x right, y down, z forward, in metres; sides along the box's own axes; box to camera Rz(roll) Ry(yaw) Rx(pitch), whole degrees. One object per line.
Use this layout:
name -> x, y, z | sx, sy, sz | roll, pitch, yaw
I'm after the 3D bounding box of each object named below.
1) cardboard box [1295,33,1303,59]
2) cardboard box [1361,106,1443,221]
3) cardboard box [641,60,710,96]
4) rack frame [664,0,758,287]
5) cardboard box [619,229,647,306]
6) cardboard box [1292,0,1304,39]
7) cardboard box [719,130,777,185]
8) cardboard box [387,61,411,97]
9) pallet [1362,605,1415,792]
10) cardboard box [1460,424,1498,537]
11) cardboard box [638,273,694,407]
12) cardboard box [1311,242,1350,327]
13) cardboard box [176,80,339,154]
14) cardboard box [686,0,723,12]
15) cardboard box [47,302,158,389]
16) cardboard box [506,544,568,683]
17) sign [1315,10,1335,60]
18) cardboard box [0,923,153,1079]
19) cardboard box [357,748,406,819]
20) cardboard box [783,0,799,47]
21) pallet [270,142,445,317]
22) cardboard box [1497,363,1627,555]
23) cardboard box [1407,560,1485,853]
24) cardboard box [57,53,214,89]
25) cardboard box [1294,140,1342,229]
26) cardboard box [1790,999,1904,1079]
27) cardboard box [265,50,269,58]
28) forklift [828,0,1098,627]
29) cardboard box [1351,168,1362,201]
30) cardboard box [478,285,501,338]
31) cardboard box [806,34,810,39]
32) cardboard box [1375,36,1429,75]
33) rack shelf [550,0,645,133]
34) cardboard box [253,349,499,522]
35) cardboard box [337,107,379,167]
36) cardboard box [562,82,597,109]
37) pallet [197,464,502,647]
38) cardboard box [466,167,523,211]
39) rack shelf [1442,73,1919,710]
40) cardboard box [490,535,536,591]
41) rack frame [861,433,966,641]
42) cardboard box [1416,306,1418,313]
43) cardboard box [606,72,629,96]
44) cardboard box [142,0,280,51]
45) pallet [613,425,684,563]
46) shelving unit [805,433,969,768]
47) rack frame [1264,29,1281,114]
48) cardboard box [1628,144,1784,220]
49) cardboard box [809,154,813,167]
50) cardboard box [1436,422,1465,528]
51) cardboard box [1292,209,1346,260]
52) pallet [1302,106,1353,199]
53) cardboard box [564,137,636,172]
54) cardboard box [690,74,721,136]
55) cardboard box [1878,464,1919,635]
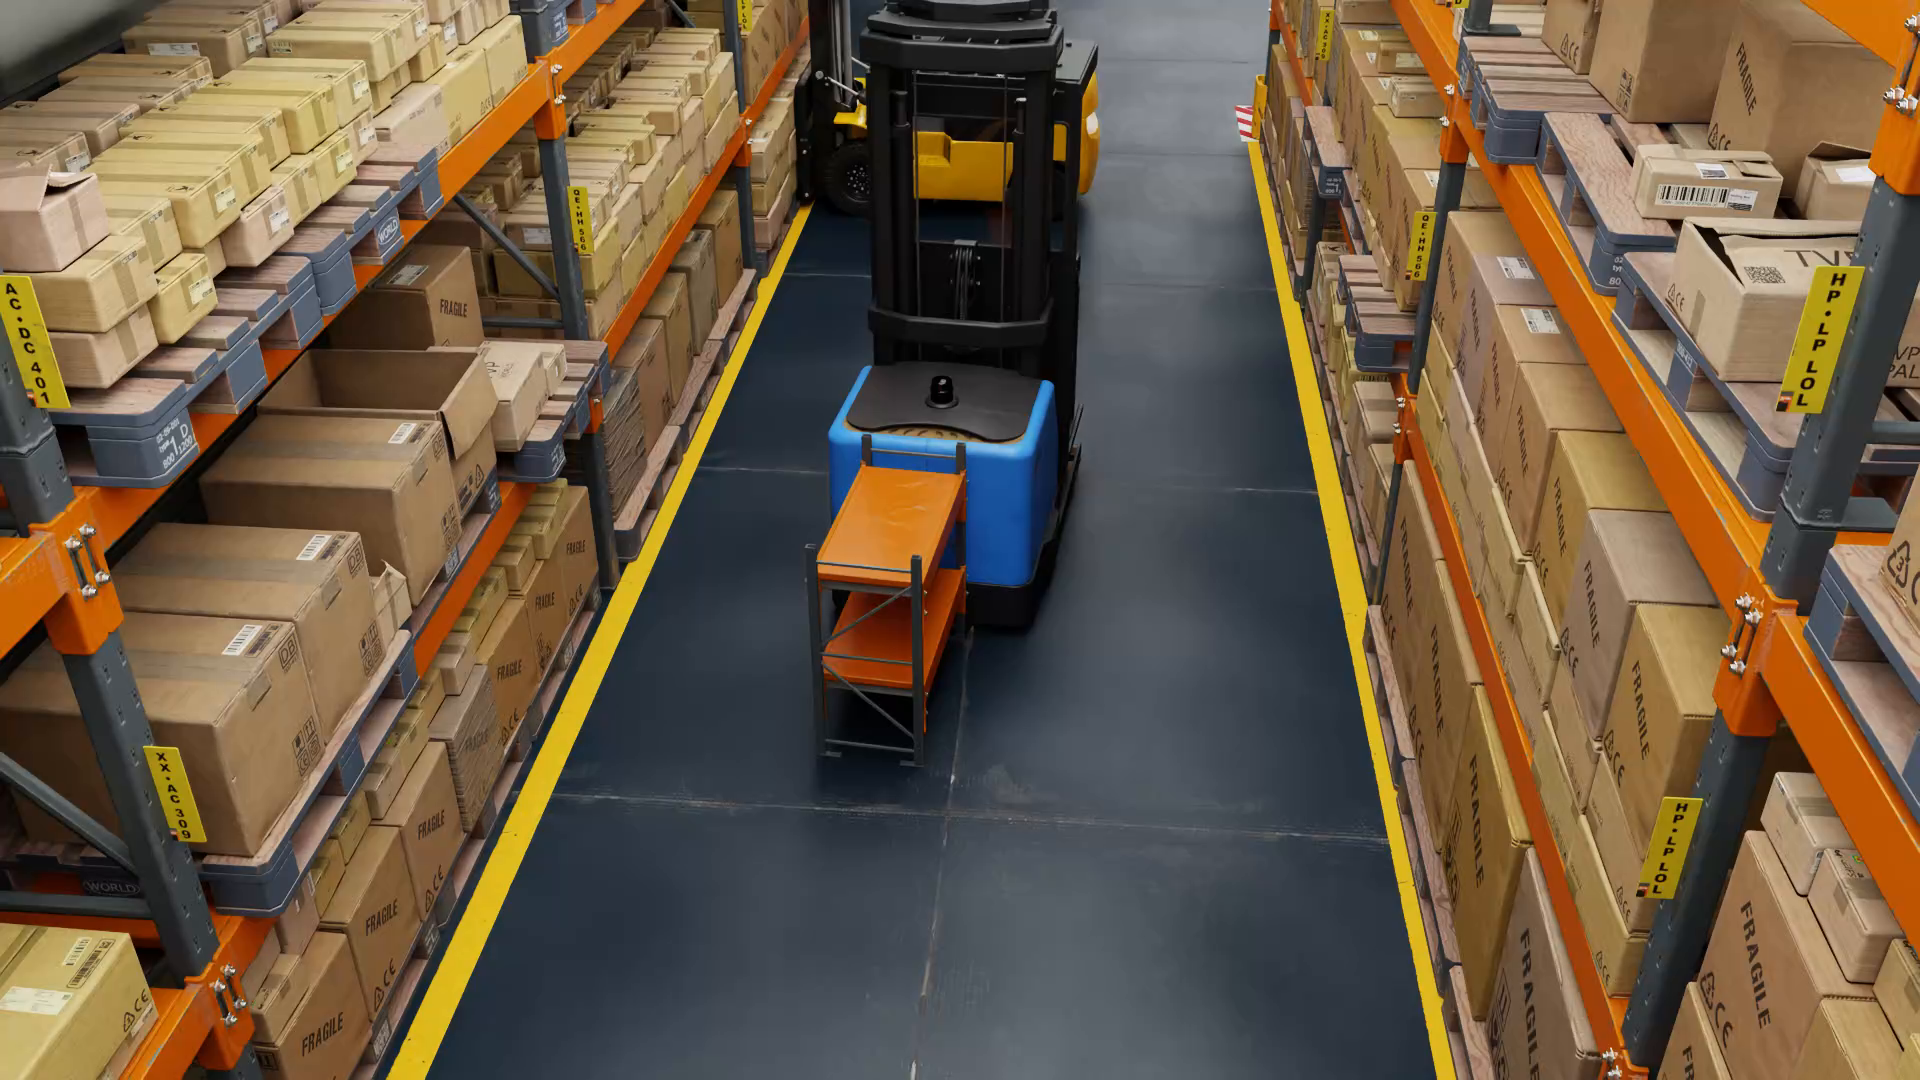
cardboard box -> 2.789, -3.814, 12.820 | 0.380, 0.149, 0.250 | 3, 32, 4
cardboard box -> 2.457, -1.981, 8.826 | 0.500, 0.500, 0.500 | 0, 32, 1
cardboard box -> -1.767, -2.876, 10.344 | 0.380, 0.149, 0.250 | 2, 32, 2
rack frame -> -1.996, -3.150, 11.503 | 1.000, 3.000, 0.127 | 2, 32, 4
cardboard box -> -1.996, -1.479, 8.934 | 0.500, 0.250, 0.500 | 2, 32, 3
cardboard box -> 2.850, -4.161, 12.765 | 0.500, 0.500, 0.500 | 2, 32, 3
cardboard box -> -1.644, -2.824, 12.240 | 0.500, 0.250, 0.500 | 2, 32, 3
cardboard box -> -2.245, -1.715, 6.077 | 0.380, 0.149, 0.250 | 3, 32, 4
pallet -> 2.487, 0.748, 7.836 | 1.003, 0.211, 1.213 | 2, 32, 4
cardboard box -> 2.242, -0.213, 6.403 | 0.500, 0.250, 0.500 | 2, 32, 4
cardboard box -> -2.157, -1.246, 10.276 | 0.875, 0.625, 0.625 | 1, 32, 2
cardboard box -> 2.911, -1.726, 11.296 | 0.950, 0.372, 0.625 | 3, 32, 5
cardboard box -> -2.149, -1.299, 5.100 | 0.380, 0.149, 0.250 | 3, 32, 4
cardboard box -> -1.674, -3.750, 11.478 | 0.380, 0.149, 0.250 | 3, 32, 5
cardboard box -> -2.227, -0.498, 4.083 | 0.380, 0.149, 0.250 | 3, 32, 5
cardboard box -> -2.193, 0.318, 7.857 | 0.500, 0.500, 0.500 | 2, 32, 3
sign -> 2.410, -3.328, 10.966 | 0.100, 0.325, 0.005 | 2, 32, 4
cardboard box -> -2.446, 1.247, 4.227 | 0.500, 0.250, 0.500 | 3, 32, 5
cardboard box -> -2.332, 0.910, 6.278 | 0.380, 0.149, 0.250 | 2, 32, 4
cardboard box -> -1.571, -4.214, 13.133 | 0.500, 0.500, 0.500 | 3, 32, 4
pallet -> -2.443, -1.044, 5.406 | 1.213, 0.211, 1.003 | 2, 32, 4
cardboard box -> 2.209, -0.276, 5.790 | 0.500, 0.500, 0.500 | 3, 32, 5
cardboard box -> 2.410, 0.701, 6.878 | 0.875, 0.875, 0.875 | 3, 32, 5
cardboard box -> -2.640, -1.454, 5.351 | 0.380, 0.149, 0.250 | 3, 32, 5
cardboard box -> 2.732, -2.588, 12.097 | 0.500, 0.500, 0.500 | 2, 32, 3
cardboard box -> 1.973, 1.277, 3.270 | 0.500, 0.500, 0.500 | 2, 32, 3
cardboard box -> -2.736, -1.731, 6.104 | 0.380, 0.149, 0.250 | 2, 32, 3
forklift -> 0.115, -1.570, 9.003 | 1.130, 2.935, 3.031 | 6, 32, 9
cardboard box -> 2.458, -2.056, 9.567 | 0.380, 0.149, 0.250 | 4, 32, 6
cardboard box -> -2.540, -1.241, 8.547 | 0.500, 0.250, 0.500 | 2, 32, 3
cardboard box -> -1.397, -4.422, 14.833 | 0.500, 0.250, 0.500 | 3, 32, 6
cardboard box -> 2.575, -2.761, 9.474 | 0.380, 0.149, 0.250 | 4, 32, 7
rack shelf -> -2.159, -3.075, 9.207 | 1.077, 0.370, 4.000 | 2, 32, 4
cardboard box -> -2.270, -0.420, 6.574 | 0.797, 0.503, 0.637 | 2, 32, 3
cardboard box -> -2.127, -1.303, 5.389 | 0.380, 0.149, 0.250 | 3, 32, 5
cardboard box -> -2.395, -2.630, 9.945 | 0.380, 0.149, 0.250 | 2, 32, 4
pallet -> -2.475, 0.040, 6.509 | 1.003, 0.211, 1.213 | 2, 32, 4
cardboard box -> -2.505, -1.831, 8.648 | 0.380, 0.149, 0.250 | 2, 32, 4
rack shelf -> 2.463, -0.773, 5.473 | 1.077, 0.370, 4.000 | 2, 32, 4
cardboard box -> -2.166, 0.100, 7.593 | 0.380, 0.149, 0.250 | 1, 32, 2
rack frame -> -0.221, 0.003, 8.173 | 0.500, 1.125, 0.032 | 6, 32, 9
cardboard box -> 2.418, -1.102, 8.018 | 0.380, 0.149, 0.250 | 4, 32, 6
cardboard box -> -2.344, -2.782, 10.572 | 0.500, 0.250, 0.500 | 2, 32, 3
cardboard box -> -2.701, -1.854, 6.019 | 0.380, 0.149, 0.250 | 2, 32, 4
pallet -> -2.216, -0.300, 9.536 | 1.003, 0.211, 1.213 | 2, 32, 4
shelving unit -> -0.315, 0.265, 7.748 | 0.538, 1.125, 1.048 | 6, 32, 9
rack frame -> 3.277, -5.032, 14.556 | 1.000, 3.000, 0.127 | 2, 32, 4
cardboard box -> 2.305, -1.108, 5.153 | 0.380, 0.166, 0.250 | 5, 32, 8
cardboard box -> -1.513, -3.197, 13.800 | 0.500, 0.250, 0.500 | 3, 32, 6
cardboard box -> 2.311, -0.270, 6.973 | 0.500, 0.250, 0.500 | 2, 32, 3
cardboard box -> 2.732, -2.269, 12.293 | 0.500, 0.250, 0.500 | 4, 32, 6
pallet -> 2.744, -2.465, 10.574 | 1.003, 0.211, 1.213 | 2, 32, 4
cardboard box -> -1.987, -2.076, 9.047 | 0.380, 0.149, 0.250 | 3, 32, 5
cardboard box -> -1.816, -2.762, 10.540 | 0.500, 0.250, 0.500 | 2, 32, 3
cardboard box -> 2.043, 0.001, 2.940 | 0.500, 0.500, 0.500 | 3, 32, 5
